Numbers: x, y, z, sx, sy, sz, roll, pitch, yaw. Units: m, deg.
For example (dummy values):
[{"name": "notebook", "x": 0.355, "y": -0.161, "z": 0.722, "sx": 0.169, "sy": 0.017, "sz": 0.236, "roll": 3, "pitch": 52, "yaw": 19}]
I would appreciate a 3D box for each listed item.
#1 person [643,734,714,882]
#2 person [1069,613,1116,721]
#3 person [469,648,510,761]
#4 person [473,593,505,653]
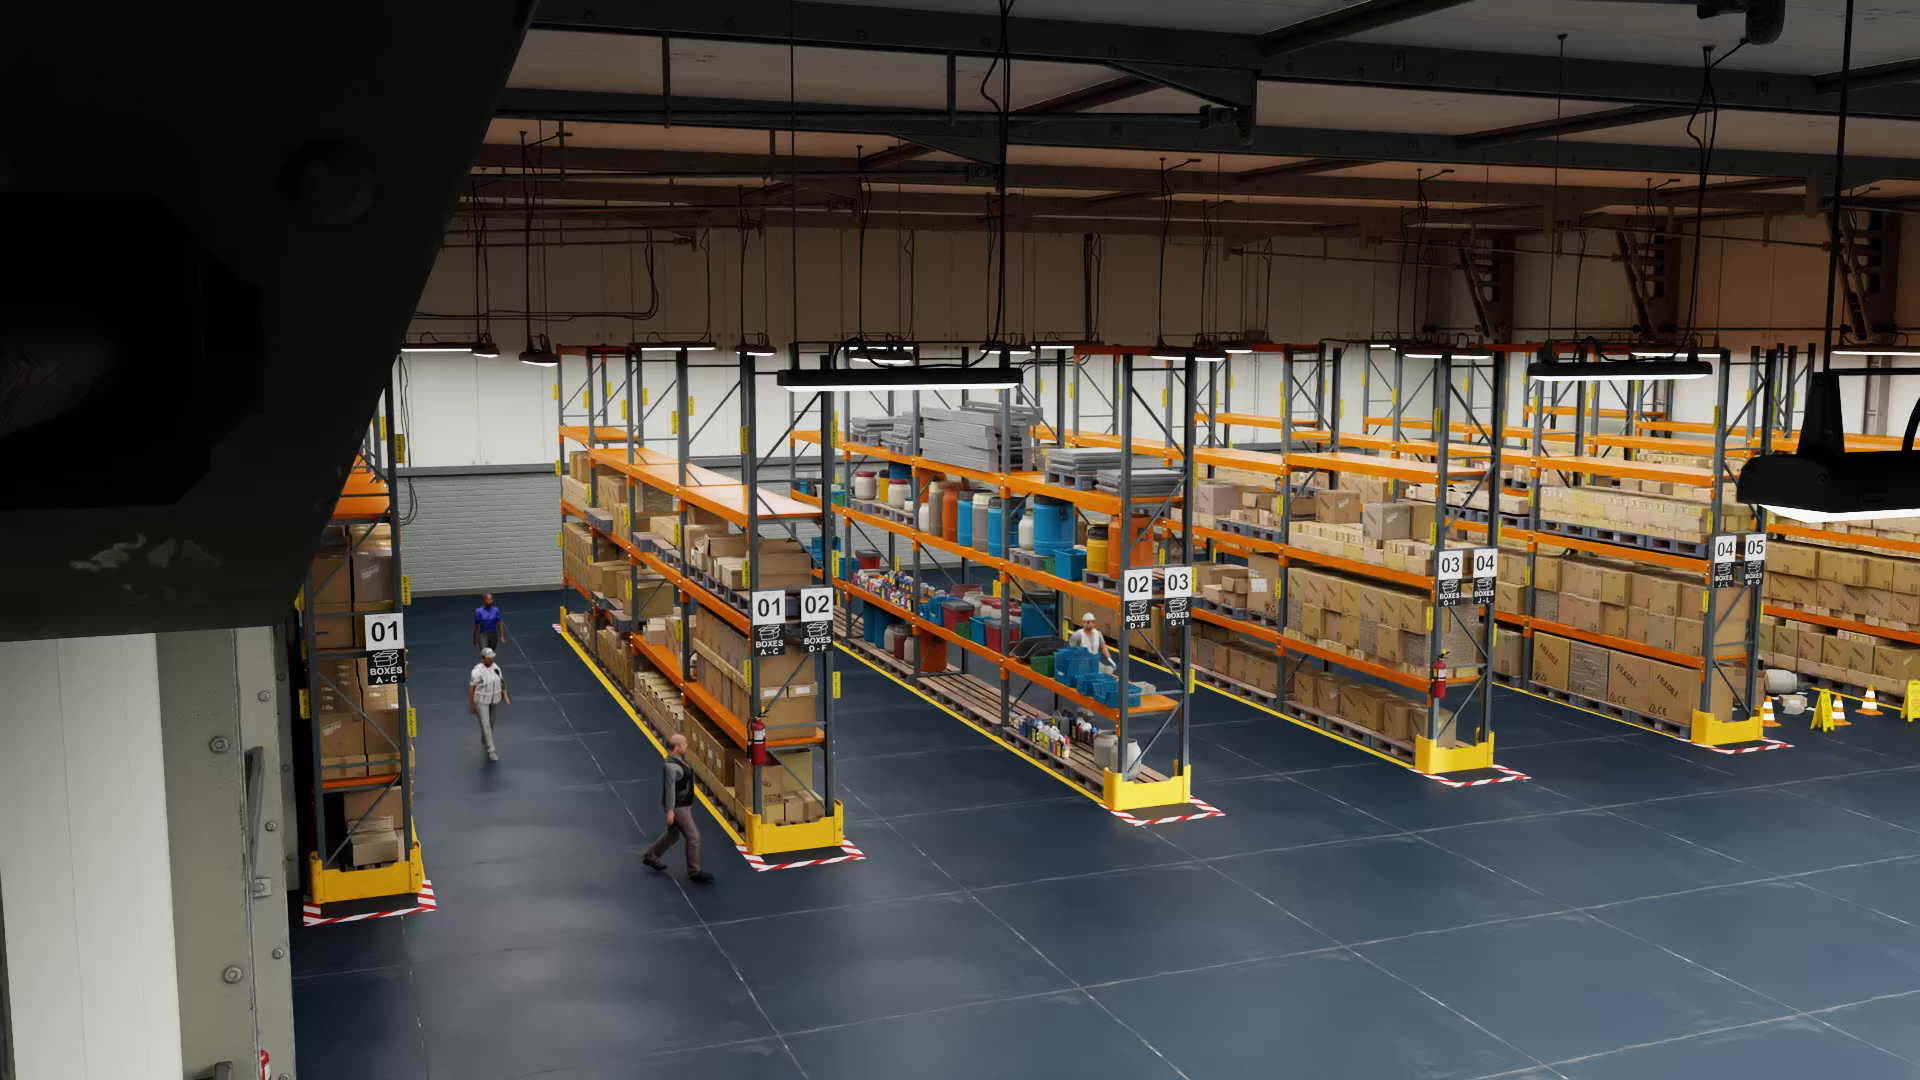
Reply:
[{"name": "person", "x": -3.269, "y": 3.068, "z": 19.205, "sx": 0.876, "sy": 1.691, "sz": 0.548, "roll": 0, "pitch": 7, "yaw": -1}, {"name": "person", "x": 2.096, "y": 2.087, "z": 26.909, "sx": 0.693, "sy": 1.843, "sz": 0.635, "roll": -5, "pitch": 9, "yaw": -36}, {"name": "person", "x": -7.000, "y": 2.382, "z": 24.687, "sx": 0.554, "sy": 1.591, "sz": 1.078, "roll": -5, "pitch": 9, "yaw": -37}, {"name": "person", "x": -8.460, "y": 1.736, "z": 29.880, "sx": 0.488, "sy": 1.586, "sz": 1.043, "roll": -5, "pitch": 9, "yaw": -32}]
